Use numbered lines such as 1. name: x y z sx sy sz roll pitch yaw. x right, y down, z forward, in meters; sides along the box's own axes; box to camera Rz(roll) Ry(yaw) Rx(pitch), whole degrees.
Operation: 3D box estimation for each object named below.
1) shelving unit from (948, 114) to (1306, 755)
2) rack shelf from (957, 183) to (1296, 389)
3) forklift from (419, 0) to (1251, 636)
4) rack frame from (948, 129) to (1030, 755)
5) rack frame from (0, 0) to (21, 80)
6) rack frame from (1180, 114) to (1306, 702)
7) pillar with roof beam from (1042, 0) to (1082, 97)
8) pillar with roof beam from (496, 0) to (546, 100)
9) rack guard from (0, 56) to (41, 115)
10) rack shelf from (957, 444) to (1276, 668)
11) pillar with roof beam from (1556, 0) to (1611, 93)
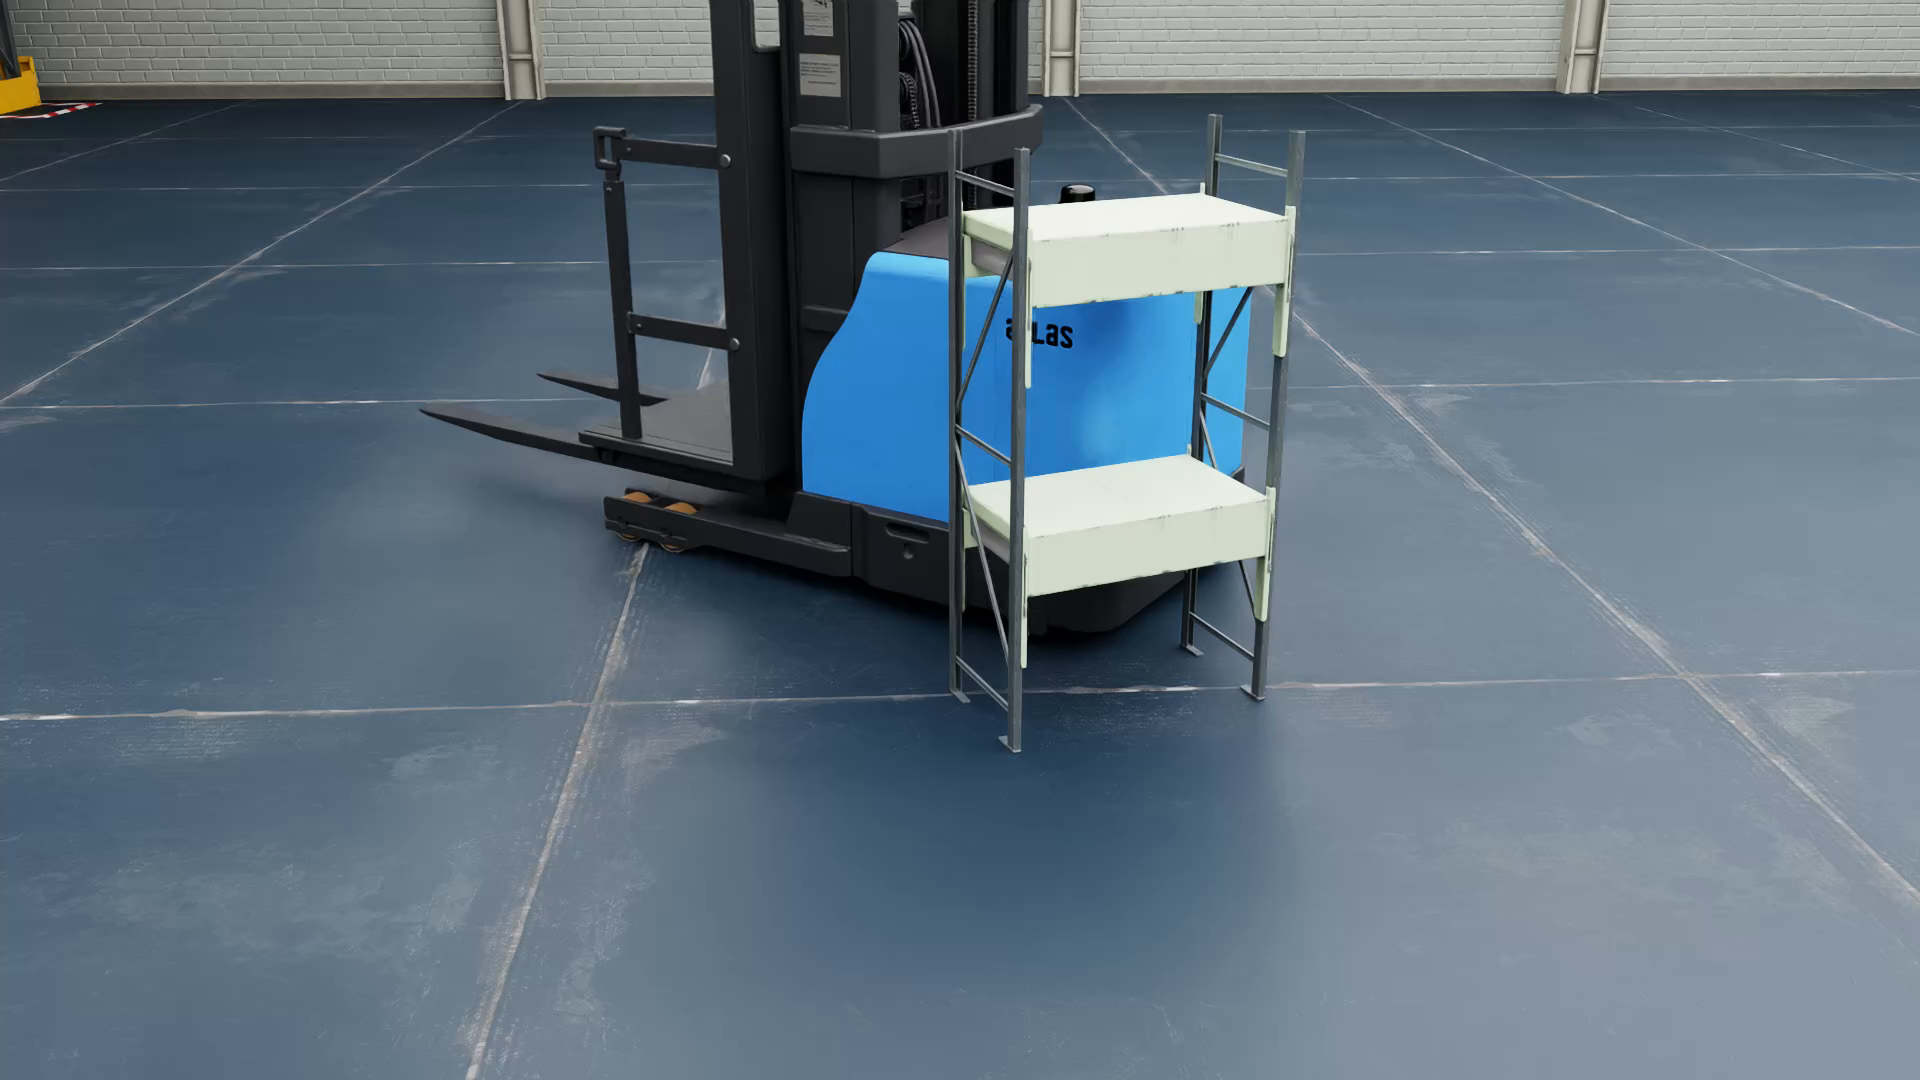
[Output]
1. shelving unit: 0.397 -0.279 4.245 0.755 1.500 0.431 -9 23 -22
2. rack shelf: 0.397 -0.643 4.106 0.720 0.370 0.431 -9 23 -22
3. forklift: -0.596 -1.471 5.364 3.031 2.935 1.130 13 24 30
4. rack frame: 0.063 -0.225 4.105 0.023 1.500 0.400 -9 23 -22
5. rack frame: -10.095 -5.913 16.936 0.127 3.000 1.000 -1 21 -3
6. rack frame: 0.731 -0.332 4.385 0.023 1.500 0.400 -9 23 -22
7. pillar with roof beam: 1.384 -7.737 13.296 0.400 9.000 9.100 -1 21 -3
8. pillar with roof beam: -4.606 -7.615 12.975 0.400 9.000 9.100 -1 21 -3
9. rack guard: -10.071 -4.745 17.382 0.348 0.500 1.175 -1 21 -3
10. rack shelf: 0.397 0.026 4.361 0.720 0.370 0.431 -9 23 -22
11. pillar with roof beam: 7.375 -7.859 13.616 0.400 9.000 9.100 -1 21 -3
